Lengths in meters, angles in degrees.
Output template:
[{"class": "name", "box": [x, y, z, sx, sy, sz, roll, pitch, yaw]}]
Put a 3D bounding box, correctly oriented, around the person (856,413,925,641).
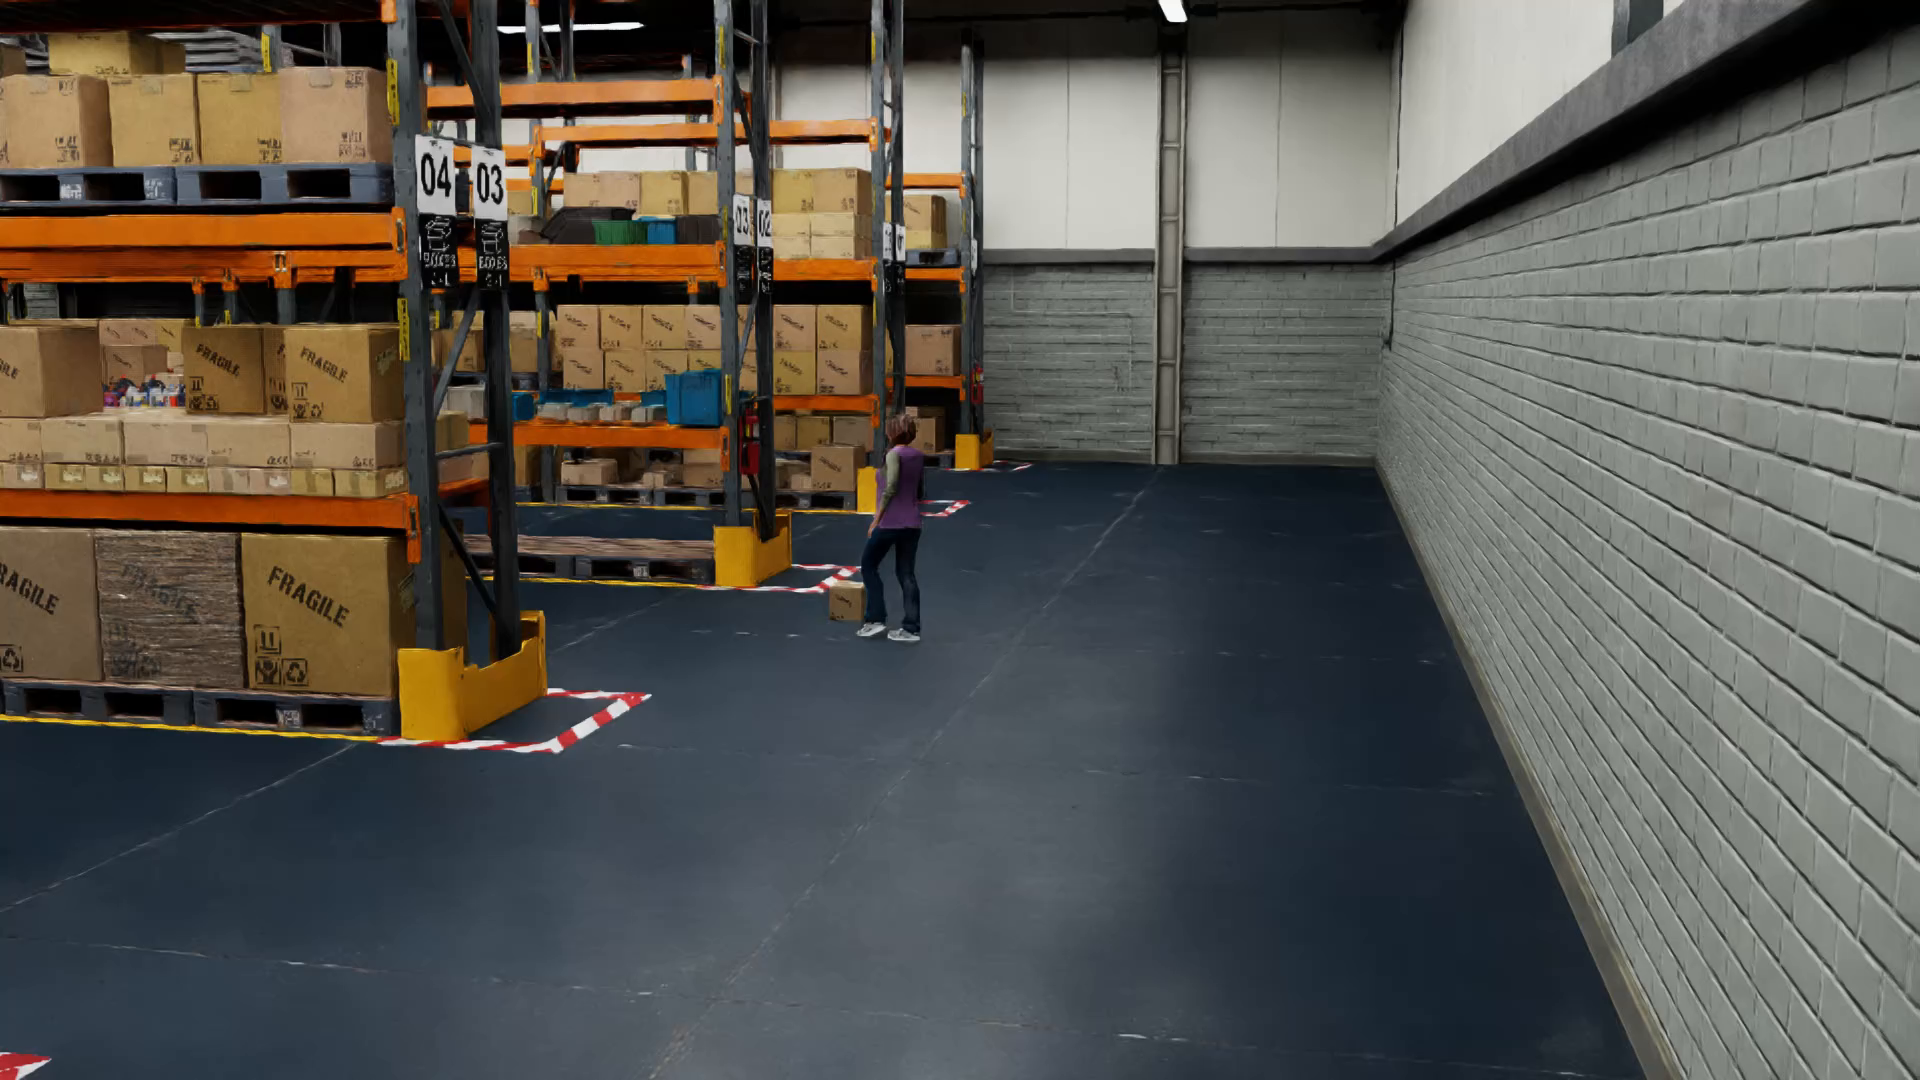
[{"class": "person", "box": [-0.460, -0.079, 11.572, 0.585, 1.606, 0.562, 7, 11, 41]}]
